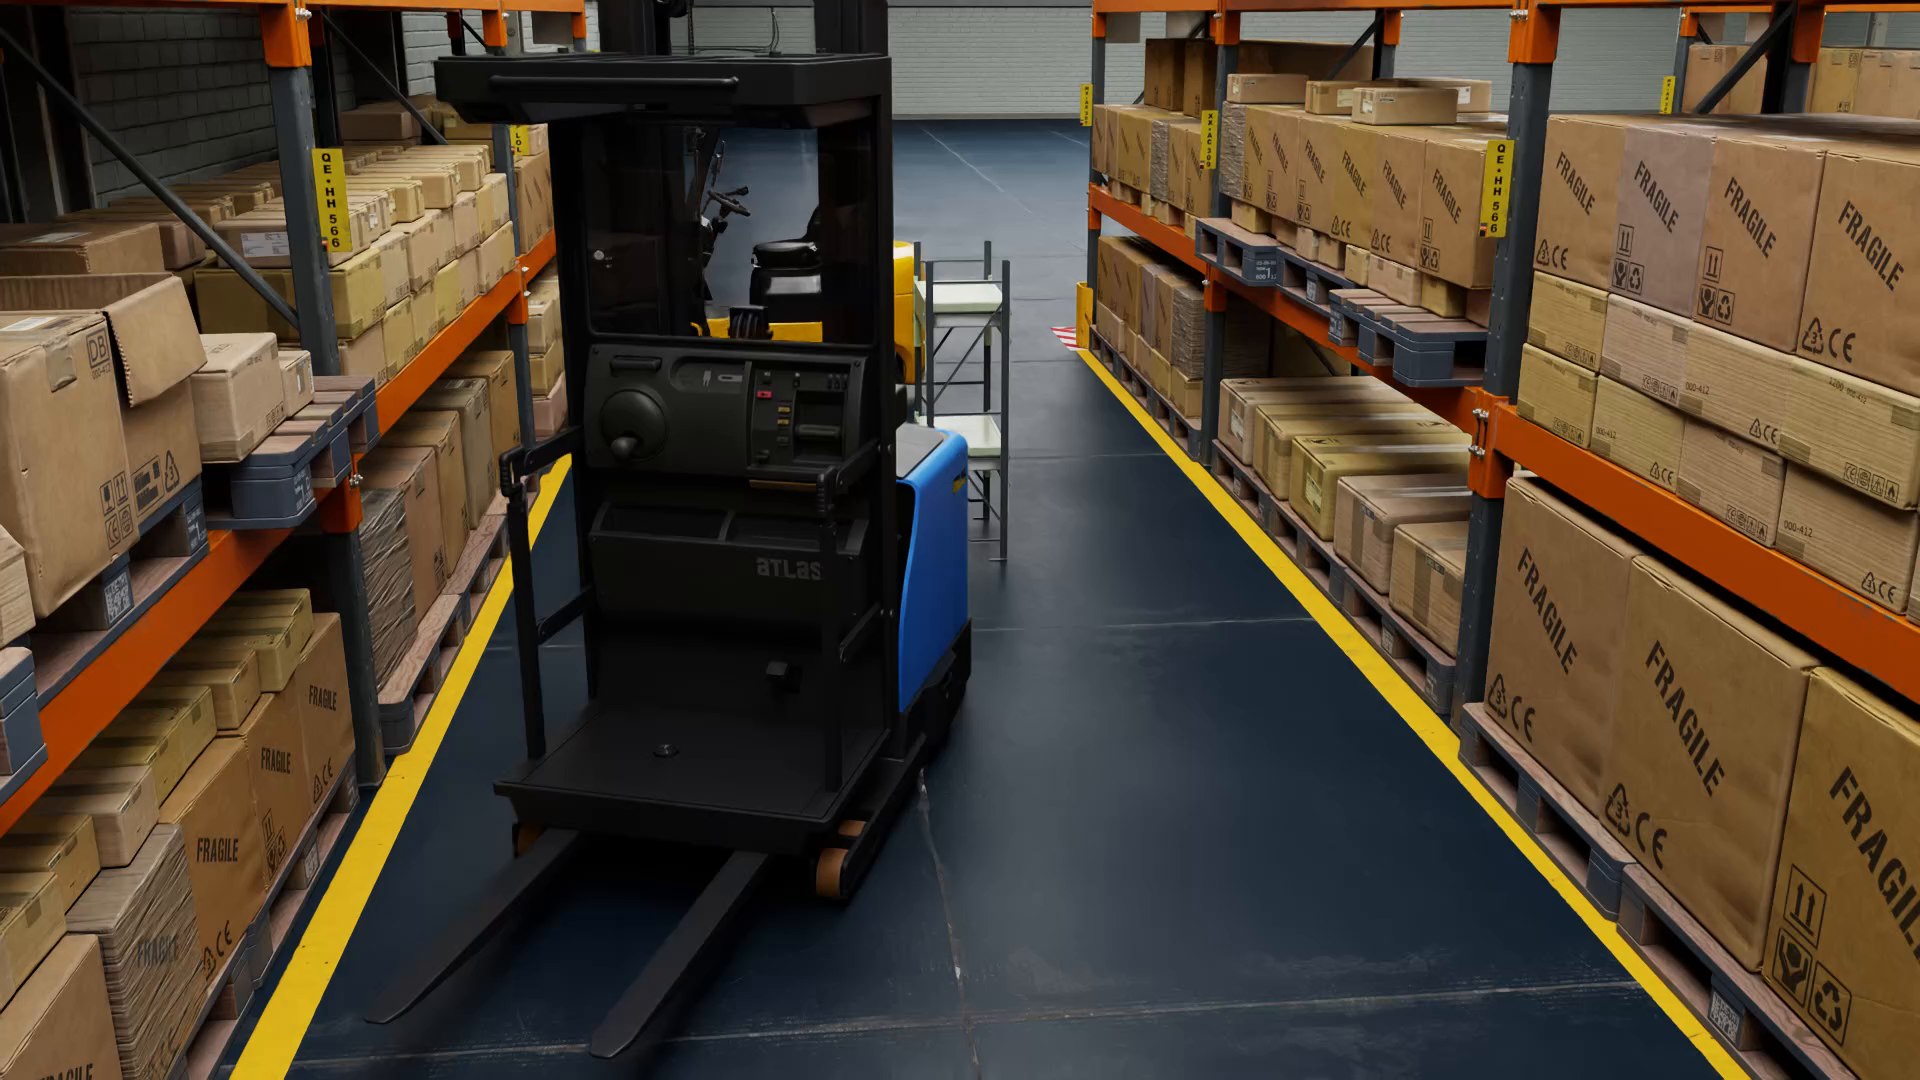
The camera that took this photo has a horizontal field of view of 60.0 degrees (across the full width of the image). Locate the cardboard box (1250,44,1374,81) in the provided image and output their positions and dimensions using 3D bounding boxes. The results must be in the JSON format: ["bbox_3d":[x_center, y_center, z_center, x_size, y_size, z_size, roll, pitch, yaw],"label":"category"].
[{"bbox_3d":[2.139,-2.704,9.950,0.700,0.500,0.500,-2,18,-6],"label":"cardboard box"}]

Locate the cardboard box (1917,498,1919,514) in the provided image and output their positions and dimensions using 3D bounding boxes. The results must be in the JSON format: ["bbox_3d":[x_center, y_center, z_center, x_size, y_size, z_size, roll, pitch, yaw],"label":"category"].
[{"bbox_3d":[2.388,-0.110,3.436,0.500,0.250,0.500,-1,17,-4],"label":"cardboard box"}]

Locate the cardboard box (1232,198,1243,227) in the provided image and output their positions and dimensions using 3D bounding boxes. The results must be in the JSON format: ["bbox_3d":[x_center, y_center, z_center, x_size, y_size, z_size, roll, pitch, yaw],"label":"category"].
[{"bbox_3d":[1.712,-1.806,9.140,0.380,0.149,0.250,-2,17,-5],"label":"cardboard box"}]

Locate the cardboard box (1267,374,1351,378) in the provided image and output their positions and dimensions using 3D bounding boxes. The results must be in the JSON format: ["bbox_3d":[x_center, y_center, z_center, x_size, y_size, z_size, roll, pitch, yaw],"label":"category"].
[{"bbox_3d":[2.177,-0.972,10.656,0.500,0.250,0.500,-3,18,-8],"label":"cardboard box"}]

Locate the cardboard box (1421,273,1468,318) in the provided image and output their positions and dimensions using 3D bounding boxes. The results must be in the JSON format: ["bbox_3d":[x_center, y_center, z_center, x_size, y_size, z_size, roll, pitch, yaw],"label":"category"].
[{"bbox_3d":[2.014,-0.957,6.435,0.380,0.149,0.250,-2,17,-5],"label":"cardboard box"}]

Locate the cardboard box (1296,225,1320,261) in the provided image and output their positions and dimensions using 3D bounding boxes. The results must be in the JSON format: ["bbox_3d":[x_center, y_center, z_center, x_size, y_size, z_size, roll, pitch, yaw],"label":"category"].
[{"bbox_3d":[1.818,-1.417,7.900,0.380,0.149,0.250,-1,17,-4],"label":"cardboard box"}]

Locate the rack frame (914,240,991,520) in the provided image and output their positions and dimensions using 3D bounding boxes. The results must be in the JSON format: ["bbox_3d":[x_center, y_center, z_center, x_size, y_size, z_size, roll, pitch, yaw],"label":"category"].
[{"bbox_3d":[-0.038,-0.827,8.806,0.400,1.500,0.023,-2,18,-6],"label":"rack frame"}]

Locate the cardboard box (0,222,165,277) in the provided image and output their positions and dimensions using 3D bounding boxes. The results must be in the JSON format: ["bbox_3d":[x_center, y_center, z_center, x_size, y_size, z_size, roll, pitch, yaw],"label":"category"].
[{"bbox_3d":[-2.658,-0.644,4.851,0.500,0.500,0.500,-1,17,-3],"label":"cardboard box"}]

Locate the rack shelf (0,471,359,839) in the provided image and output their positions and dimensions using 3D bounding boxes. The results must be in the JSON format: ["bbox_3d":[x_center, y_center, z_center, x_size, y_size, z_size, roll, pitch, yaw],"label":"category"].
[{"bbox_3d":[-2.349,0.385,3.643,1.077,0.370,4.000,-2,18,-6],"label":"rack shelf"}]

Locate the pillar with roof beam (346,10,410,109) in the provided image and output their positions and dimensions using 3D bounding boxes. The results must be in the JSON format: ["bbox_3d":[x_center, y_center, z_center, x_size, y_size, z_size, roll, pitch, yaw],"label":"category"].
[{"bbox_3d":[0.077,-5.697,11.800,9.100,9.000,0.400,-2,18,-6],"label":"pillar with roof beam"}]

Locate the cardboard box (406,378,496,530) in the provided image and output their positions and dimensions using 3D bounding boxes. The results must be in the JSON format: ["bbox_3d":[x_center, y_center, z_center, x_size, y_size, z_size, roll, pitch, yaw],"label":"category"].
[{"bbox_3d":[-2.831,-0.426,8.290,0.875,0.625,0.625,-2,18,-6],"label":"cardboard box"}]

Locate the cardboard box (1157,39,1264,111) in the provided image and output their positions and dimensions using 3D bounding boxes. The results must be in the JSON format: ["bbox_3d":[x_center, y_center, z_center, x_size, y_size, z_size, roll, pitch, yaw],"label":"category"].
[{"bbox_3d":[1.871,-3.462,12.363,0.700,0.500,0.500,-2,18,-5],"label":"cardboard box"}]

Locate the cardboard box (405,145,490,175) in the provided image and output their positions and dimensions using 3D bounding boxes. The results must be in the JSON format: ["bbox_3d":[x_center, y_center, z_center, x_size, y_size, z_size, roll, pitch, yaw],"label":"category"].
[{"bbox_3d":[-2.712,-2.008,8.814,0.380,0.149,0.250,-1,17,-4],"label":"cardboard box"}]

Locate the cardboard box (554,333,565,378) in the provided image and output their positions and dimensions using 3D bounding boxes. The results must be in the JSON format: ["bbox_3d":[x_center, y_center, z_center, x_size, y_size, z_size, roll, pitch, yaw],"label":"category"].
[{"bbox_3d":[-2.765,-1.176,10.470,0.500,0.250,0.500,-2,18,-6],"label":"cardboard box"}]

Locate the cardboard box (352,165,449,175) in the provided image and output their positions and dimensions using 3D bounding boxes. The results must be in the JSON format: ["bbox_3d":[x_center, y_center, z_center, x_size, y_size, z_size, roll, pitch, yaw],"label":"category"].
[{"bbox_3d":[-2.551,-1.628,7.605,0.380,0.149,0.250,-2,18,-5],"label":"cardboard box"}]

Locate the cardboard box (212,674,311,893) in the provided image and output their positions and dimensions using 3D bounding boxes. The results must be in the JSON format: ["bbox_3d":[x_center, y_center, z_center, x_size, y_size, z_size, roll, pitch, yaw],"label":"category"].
[{"bbox_3d":[-2.257,0.707,4.888,0.500,0.500,0.500,-2,18,-6],"label":"cardboard box"}]

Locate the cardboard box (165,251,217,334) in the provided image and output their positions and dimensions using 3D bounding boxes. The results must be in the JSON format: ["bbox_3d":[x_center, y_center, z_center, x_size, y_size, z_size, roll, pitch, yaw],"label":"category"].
[{"bbox_3d":[-2.878,-0.846,5.779,0.500,0.250,0.500,-1,17,-4],"label":"cardboard box"}]

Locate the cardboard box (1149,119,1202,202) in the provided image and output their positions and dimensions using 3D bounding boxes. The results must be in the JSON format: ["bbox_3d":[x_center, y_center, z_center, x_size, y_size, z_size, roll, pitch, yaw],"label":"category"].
[{"bbox_3d":[1.558,-2.522,11.038,0.500,0.500,0.500,-1,17,-4],"label":"cardboard box"}]

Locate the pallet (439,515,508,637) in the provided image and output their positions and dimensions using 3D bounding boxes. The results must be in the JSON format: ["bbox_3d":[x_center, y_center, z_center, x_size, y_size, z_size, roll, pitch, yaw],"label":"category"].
[{"bbox_3d":[-2.724,0.168,7.791,1.003,0.211,1.213,-2,18,-6],"label":"pallet"}]

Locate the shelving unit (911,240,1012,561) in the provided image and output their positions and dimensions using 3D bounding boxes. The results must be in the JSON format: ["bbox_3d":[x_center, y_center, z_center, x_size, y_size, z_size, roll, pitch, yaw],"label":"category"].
[{"bbox_3d":[-0.001,-0.718,8.459,0.431,1.500,0.755,-2,18,-6],"label":"shelving unit"}]

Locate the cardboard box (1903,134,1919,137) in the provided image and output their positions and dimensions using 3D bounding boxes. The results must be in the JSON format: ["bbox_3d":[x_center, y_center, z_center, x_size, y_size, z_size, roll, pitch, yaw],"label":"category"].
[{"bbox_3d":[2.801,-0.786,4.337,0.500,0.500,0.500,-2,18,-6],"label":"cardboard box"}]

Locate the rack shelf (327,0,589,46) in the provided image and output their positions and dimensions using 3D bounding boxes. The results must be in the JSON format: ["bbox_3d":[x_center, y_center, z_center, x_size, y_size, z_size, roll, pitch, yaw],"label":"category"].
[{"bbox_3d":[-3.174,-3.429,10.785,1.077,0.370,4.000,-2,18,-6],"label":"rack shelf"}]

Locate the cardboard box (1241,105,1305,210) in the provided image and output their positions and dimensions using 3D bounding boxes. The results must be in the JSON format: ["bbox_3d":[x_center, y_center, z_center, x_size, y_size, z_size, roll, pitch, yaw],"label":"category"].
[{"bbox_3d":[1.784,-1.992,8.650,0.500,0.500,0.500,-2,18,-5],"label":"cardboard box"}]

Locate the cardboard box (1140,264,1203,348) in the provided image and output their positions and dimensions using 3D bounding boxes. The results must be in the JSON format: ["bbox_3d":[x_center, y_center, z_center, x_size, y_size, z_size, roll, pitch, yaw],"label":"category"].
[{"bbox_3d":[1.533,-1.618,11.459,0.500,0.500,0.500,-1,17,-3],"label":"cardboard box"}]

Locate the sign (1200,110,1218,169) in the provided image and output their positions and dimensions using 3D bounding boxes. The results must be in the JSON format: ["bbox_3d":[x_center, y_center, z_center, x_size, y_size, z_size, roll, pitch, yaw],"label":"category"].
[{"bbox_3d":[1.430,-2.294,9.531,0.100,0.325,0.005,-2,18,-6],"label":"sign"}]

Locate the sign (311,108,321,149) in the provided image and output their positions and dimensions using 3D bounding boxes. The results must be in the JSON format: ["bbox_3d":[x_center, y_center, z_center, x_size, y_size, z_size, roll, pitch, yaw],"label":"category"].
[{"bbox_3d":[-3.520,-2.179,9.031,0.100,0.325,0.005,-2,18,-6],"label":"sign"}]

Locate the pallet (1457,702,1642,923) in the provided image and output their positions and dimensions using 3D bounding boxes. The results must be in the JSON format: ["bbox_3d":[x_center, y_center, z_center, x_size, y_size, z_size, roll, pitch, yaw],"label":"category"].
[{"bbox_3d":[2.388,0.859,5.587,1.003,0.211,1.213,-2,18,-6],"label":"pallet"}]

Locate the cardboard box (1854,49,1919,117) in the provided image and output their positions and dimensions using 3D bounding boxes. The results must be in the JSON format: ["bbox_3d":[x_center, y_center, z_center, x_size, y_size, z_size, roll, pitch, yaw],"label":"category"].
[{"bbox_3d":[6.787,-3.106,11.510,0.875,0.550,0.550,-2,18,-6],"label":"cardboard box"}]

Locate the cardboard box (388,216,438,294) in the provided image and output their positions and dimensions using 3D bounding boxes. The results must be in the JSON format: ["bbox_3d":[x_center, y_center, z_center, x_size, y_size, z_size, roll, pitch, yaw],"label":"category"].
[{"bbox_3d":[-2.445,-1.166,6.799,0.500,0.250,0.500,-2,18,-7],"label":"cardboard box"}]

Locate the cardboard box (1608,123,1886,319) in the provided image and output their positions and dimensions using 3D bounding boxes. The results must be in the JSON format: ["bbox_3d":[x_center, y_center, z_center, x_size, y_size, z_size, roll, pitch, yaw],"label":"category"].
[{"bbox_3d":[2.250,-0.931,4.798,0.500,0.500,0.500,-2,18,-5],"label":"cardboard box"}]

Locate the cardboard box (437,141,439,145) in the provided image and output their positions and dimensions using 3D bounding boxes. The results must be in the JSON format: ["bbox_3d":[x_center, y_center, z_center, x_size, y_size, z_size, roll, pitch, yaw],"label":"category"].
[{"bbox_3d":[-3.334,-2.496,10.370,0.380,0.149,0.250,-1,17,-4],"label":"cardboard box"}]

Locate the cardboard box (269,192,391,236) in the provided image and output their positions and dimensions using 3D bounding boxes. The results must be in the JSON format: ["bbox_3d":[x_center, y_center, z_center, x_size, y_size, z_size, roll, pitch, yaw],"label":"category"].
[{"bbox_3d":[-2.416,-1.248,6.394,0.380,0.149,0.250,-2,17,-5],"label":"cardboard box"}]

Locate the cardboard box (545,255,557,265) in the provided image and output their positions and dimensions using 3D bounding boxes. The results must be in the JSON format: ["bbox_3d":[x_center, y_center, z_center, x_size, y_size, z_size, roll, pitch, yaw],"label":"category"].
[{"bbox_3d":[-2.902,-1.873,11.856,0.500,0.250,0.500,-2,17,-5],"label":"cardboard box"}]

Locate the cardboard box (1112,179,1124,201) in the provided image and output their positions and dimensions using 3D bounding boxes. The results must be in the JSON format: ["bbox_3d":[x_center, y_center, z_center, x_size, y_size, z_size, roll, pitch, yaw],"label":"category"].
[{"bbox_3d":[1.353,-2.631,12.468,0.380,0.149,0.250,-2,17,-5],"label":"cardboard box"}]

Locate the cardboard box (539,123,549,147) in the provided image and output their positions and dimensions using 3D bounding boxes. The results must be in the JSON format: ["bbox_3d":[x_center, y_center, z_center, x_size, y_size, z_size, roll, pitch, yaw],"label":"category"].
[{"bbox_3d":[-2.843,-2.588,10.663,0.380,0.149,0.250,-2,18,-7],"label":"cardboard box"}]

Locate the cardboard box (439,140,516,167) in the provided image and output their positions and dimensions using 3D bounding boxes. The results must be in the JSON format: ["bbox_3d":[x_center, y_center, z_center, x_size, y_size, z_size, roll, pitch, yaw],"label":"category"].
[{"bbox_3d":[-2.739,-2.206,9.445,0.380,0.149,0.250,-2,18,-7],"label":"cardboard box"}]

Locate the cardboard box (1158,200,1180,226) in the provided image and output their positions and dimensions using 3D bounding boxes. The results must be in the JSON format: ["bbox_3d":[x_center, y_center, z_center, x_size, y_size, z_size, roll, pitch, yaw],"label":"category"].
[{"bbox_3d":[1.525,-2.169,10.997,0.380,0.149,0.250,-2,18,-6],"label":"cardboard box"}]

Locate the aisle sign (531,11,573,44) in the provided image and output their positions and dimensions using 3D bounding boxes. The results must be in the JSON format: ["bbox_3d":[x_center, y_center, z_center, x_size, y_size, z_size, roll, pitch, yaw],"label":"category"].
[{"bbox_3d":[-3.095,-4.206,12.727,0.394,0.787,0.004,-2,18,-6],"label":"aisle sign"}]

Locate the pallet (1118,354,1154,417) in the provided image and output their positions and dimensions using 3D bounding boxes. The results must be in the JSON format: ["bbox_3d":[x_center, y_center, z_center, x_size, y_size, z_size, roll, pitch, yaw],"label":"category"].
[{"bbox_3d":[1.736,-1.133,11.933,1.003,0.211,1.213,-2,18,-6],"label":"pallet"}]

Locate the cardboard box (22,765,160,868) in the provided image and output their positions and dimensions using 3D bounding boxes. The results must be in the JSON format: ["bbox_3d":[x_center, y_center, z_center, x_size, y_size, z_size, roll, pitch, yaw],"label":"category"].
[{"bbox_3d":[-2.144,0.664,3.942,0.380,0.149,0.250,-3,18,-8],"label":"cardboard box"}]

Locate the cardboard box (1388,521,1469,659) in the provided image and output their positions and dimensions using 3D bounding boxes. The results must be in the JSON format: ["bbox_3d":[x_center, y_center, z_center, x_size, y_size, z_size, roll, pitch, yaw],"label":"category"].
[{"bbox_3d":[2.333,0.177,6.793,0.950,0.372,0.625,-3,18,-9],"label":"cardboard box"}]

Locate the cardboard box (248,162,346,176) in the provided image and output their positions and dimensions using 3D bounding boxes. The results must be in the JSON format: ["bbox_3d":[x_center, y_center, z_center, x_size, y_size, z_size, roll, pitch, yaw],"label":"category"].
[{"bbox_3d":[-3.097,-1.685,7.786,0.380,0.149,0.250,-2,18,-6],"label":"cardboard box"}]

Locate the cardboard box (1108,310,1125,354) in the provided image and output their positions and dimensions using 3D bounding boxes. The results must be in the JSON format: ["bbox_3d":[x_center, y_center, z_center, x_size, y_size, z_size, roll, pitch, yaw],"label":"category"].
[{"bbox_3d":[1.410,-1.579,12.588,0.500,0.250,0.500,-1,17,-4],"label":"cardboard box"}]

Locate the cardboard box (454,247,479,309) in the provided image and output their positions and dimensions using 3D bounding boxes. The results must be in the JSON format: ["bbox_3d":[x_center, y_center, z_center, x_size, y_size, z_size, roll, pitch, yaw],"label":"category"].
[{"bbox_3d":[-2.578,-1.233,7.848,0.500,0.250,0.500,-2,18,-5],"label":"cardboard box"}]

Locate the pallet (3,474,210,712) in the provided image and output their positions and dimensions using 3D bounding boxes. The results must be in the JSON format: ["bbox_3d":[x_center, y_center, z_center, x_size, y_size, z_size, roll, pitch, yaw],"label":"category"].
[{"bbox_3d":[-2.350,0.117,3.617,1.003,0.211,1.213,-2,18,-6],"label":"pallet"}]

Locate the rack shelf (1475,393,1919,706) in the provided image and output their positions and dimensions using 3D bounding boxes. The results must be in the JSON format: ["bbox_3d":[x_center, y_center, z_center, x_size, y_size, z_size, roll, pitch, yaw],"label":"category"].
[{"bbox_3d":[2.588,0.231,4.135,1.077,0.370,4.000,-2,18,-6],"label":"rack shelf"}]

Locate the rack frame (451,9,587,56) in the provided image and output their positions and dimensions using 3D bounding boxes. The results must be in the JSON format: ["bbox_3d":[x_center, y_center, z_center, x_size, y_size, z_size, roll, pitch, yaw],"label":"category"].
[{"bbox_3d":[-3.380,-2.937,13.025,1.000,3.000,0.127,-2,18,-6],"label":"rack frame"}]

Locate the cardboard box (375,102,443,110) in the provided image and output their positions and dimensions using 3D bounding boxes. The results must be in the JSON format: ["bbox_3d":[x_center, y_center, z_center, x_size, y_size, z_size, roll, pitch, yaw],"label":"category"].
[{"bbox_3d":[-3.422,-2.635,10.317,0.380,0.149,0.250,-2,18,-7],"label":"cardboard box"}]

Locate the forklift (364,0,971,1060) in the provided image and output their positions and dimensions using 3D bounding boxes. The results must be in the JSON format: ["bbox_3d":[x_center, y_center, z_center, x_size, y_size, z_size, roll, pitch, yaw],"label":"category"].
[{"bbox_3d":[-0.802,-0.410,5.088,1.130,2.935,3.031,4,18,13],"label":"forklift"}]

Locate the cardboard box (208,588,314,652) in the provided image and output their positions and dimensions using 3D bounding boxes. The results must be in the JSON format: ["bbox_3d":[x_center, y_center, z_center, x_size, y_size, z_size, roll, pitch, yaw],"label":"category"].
[{"bbox_3d":[-2.252,0.268,5.203,0.380,0.149,0.250,-3,18,-8],"label":"cardboard box"}]

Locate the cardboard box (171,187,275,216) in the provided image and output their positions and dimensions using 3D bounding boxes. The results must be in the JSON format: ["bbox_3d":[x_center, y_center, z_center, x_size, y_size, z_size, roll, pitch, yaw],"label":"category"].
[{"bbox_3d":[-2.939,-1.306,6.580,0.380,0.149,0.250,-2,18,-6],"label":"cardboard box"}]

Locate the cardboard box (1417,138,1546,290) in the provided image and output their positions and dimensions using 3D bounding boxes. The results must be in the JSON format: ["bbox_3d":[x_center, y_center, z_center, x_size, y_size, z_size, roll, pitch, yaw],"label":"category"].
[{"bbox_3d":[2.058,-1.225,6.206,0.500,0.500,0.500,-2,18,-7],"label":"cardboard box"}]

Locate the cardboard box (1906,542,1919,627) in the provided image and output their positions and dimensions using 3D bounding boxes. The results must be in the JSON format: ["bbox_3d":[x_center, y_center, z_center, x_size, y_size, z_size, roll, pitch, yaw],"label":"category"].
[{"bbox_3d":[2.413,0.127,3.516,0.500,0.250,0.500,-2,18,-7],"label":"cardboard box"}]

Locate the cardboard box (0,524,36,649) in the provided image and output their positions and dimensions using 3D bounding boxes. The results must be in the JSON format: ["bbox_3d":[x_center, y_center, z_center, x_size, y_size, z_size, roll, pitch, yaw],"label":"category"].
[{"bbox_3d":[-1.904,0.076,2.950,0.396,0.266,0.258,-1,17,-3],"label":"cardboard box"}]

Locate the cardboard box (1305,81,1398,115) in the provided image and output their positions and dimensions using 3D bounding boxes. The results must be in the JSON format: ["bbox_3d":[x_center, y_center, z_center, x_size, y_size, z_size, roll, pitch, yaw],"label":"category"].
[{"bbox_3d":[1.880,-2.128,7.999,0.380,0.149,0.250,-1,17,-3],"label":"cardboard box"}]
